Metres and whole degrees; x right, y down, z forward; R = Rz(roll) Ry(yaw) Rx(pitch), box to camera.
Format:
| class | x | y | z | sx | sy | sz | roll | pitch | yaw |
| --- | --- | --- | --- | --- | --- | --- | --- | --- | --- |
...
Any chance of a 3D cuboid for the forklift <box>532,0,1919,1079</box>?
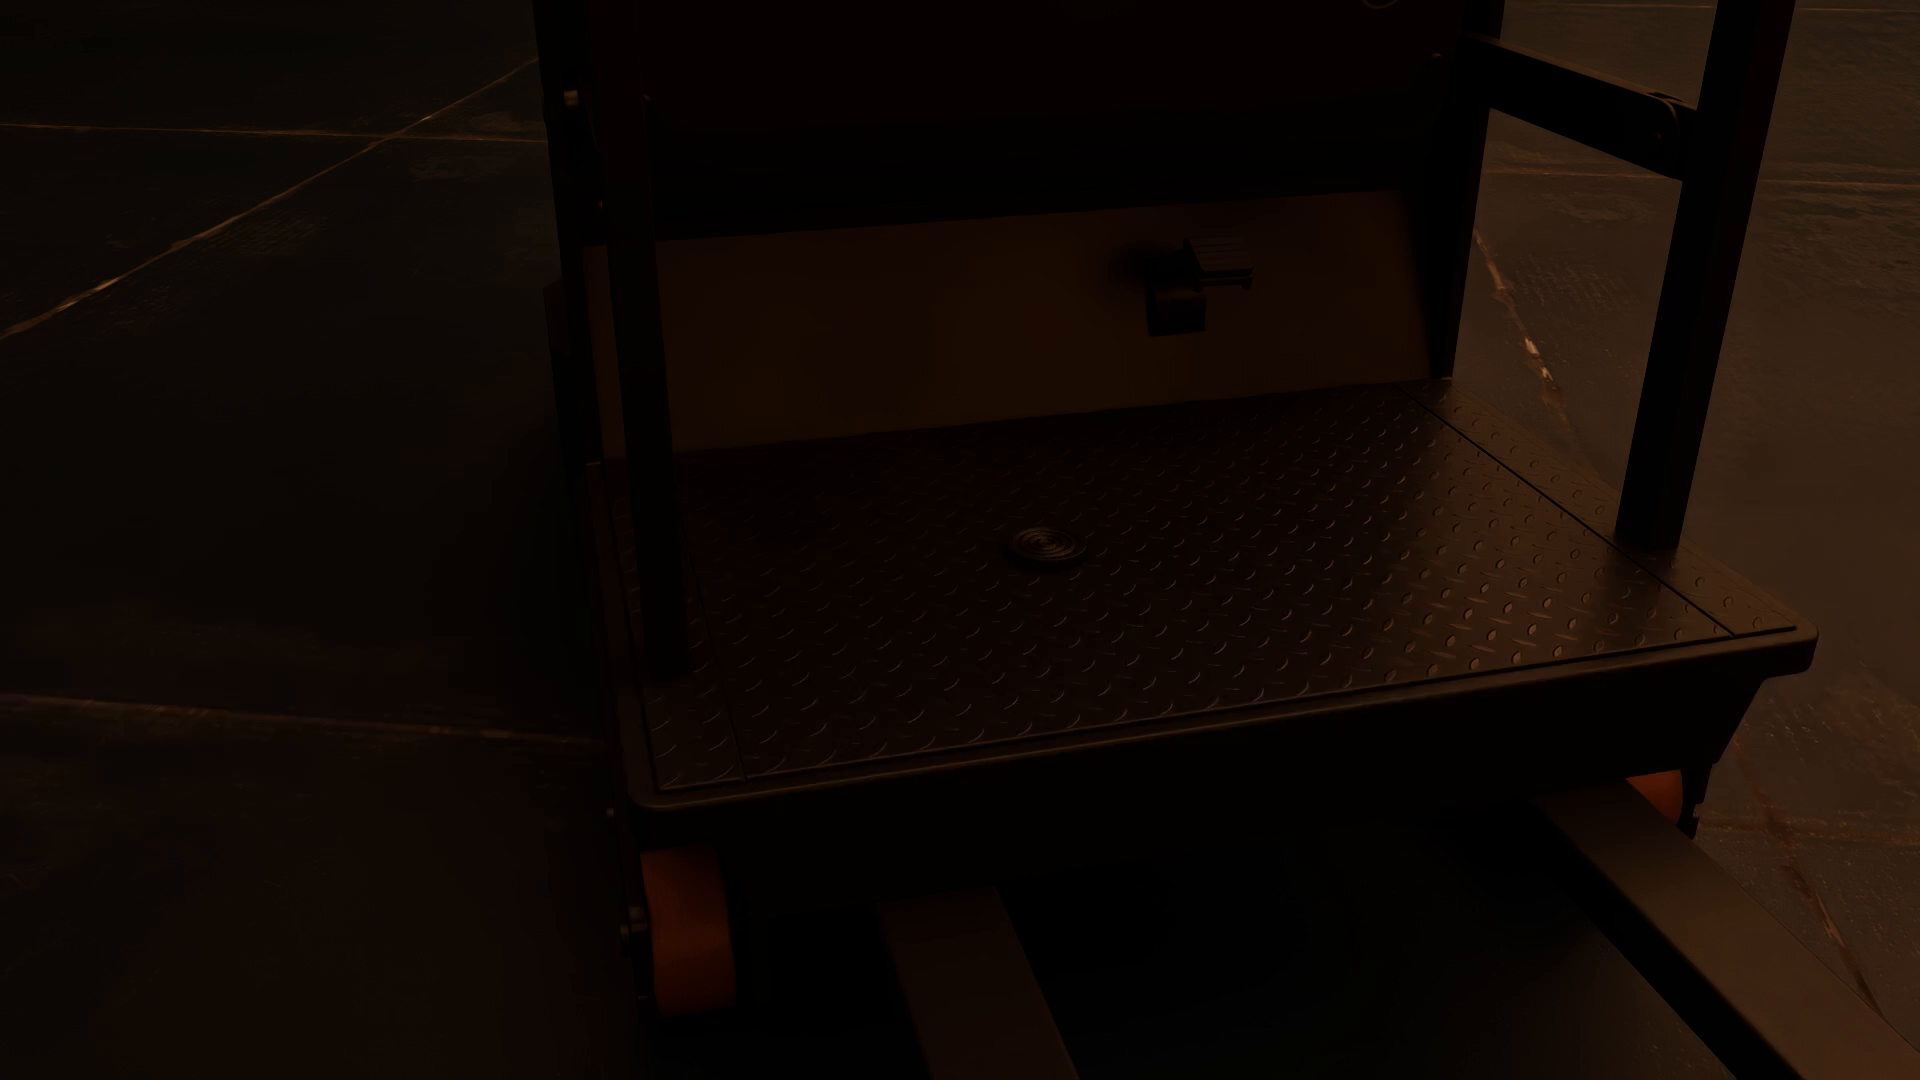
| class | x | y | z | sx | sy | sz | roll | pitch | yaw |
| --- | --- | --- | --- | --- | --- | --- | --- | --- | --- |
| forklift | 0.153 | -1.049 | 1.319 | 1.130 | 2.935 | 3.031 | -7 | 27 | -13 |
